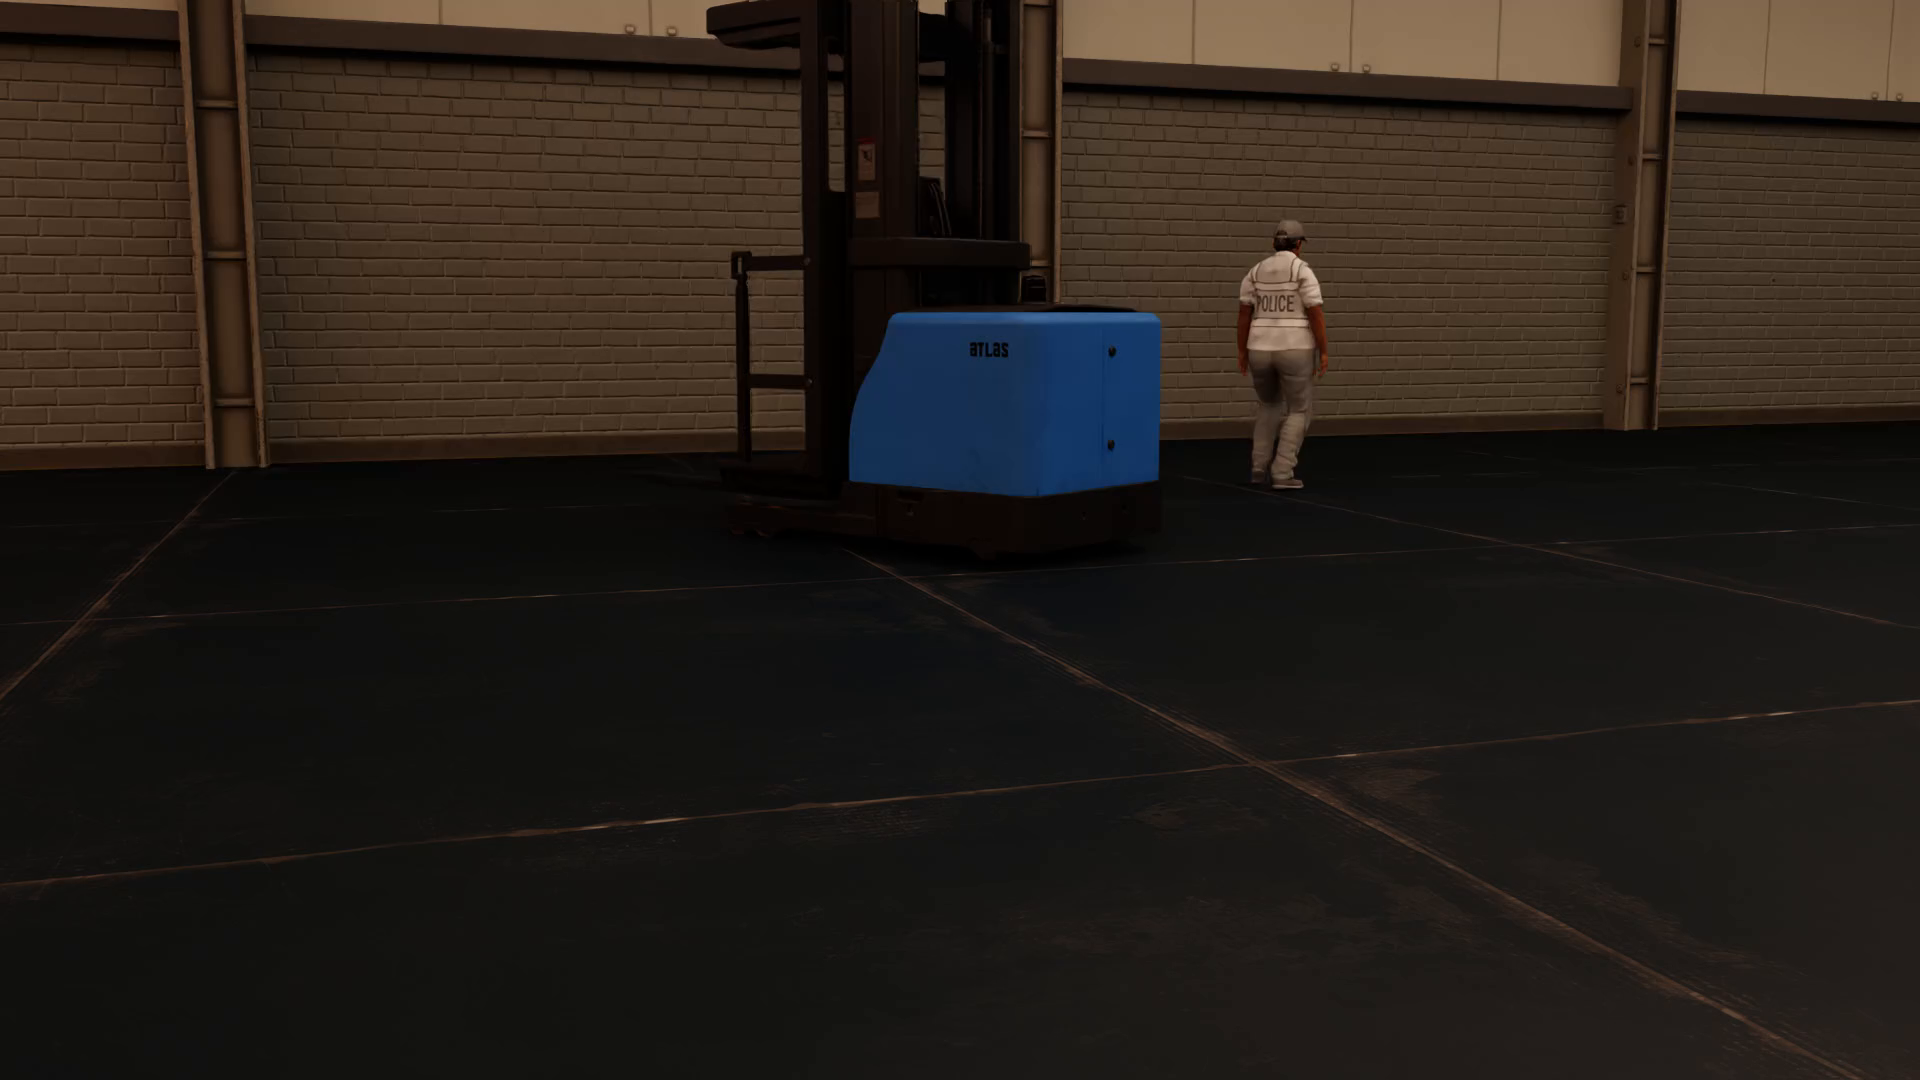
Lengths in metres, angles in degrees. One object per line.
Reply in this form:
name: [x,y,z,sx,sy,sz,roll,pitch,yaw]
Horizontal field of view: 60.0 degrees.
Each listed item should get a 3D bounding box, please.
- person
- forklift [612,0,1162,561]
person: [1.999,-1.107,10.244,0.589,1.714,0.481,7,10,41]
forklift: [-0.518,-1.503,8.099,3.031,2.935,1.130,7,10,40]
